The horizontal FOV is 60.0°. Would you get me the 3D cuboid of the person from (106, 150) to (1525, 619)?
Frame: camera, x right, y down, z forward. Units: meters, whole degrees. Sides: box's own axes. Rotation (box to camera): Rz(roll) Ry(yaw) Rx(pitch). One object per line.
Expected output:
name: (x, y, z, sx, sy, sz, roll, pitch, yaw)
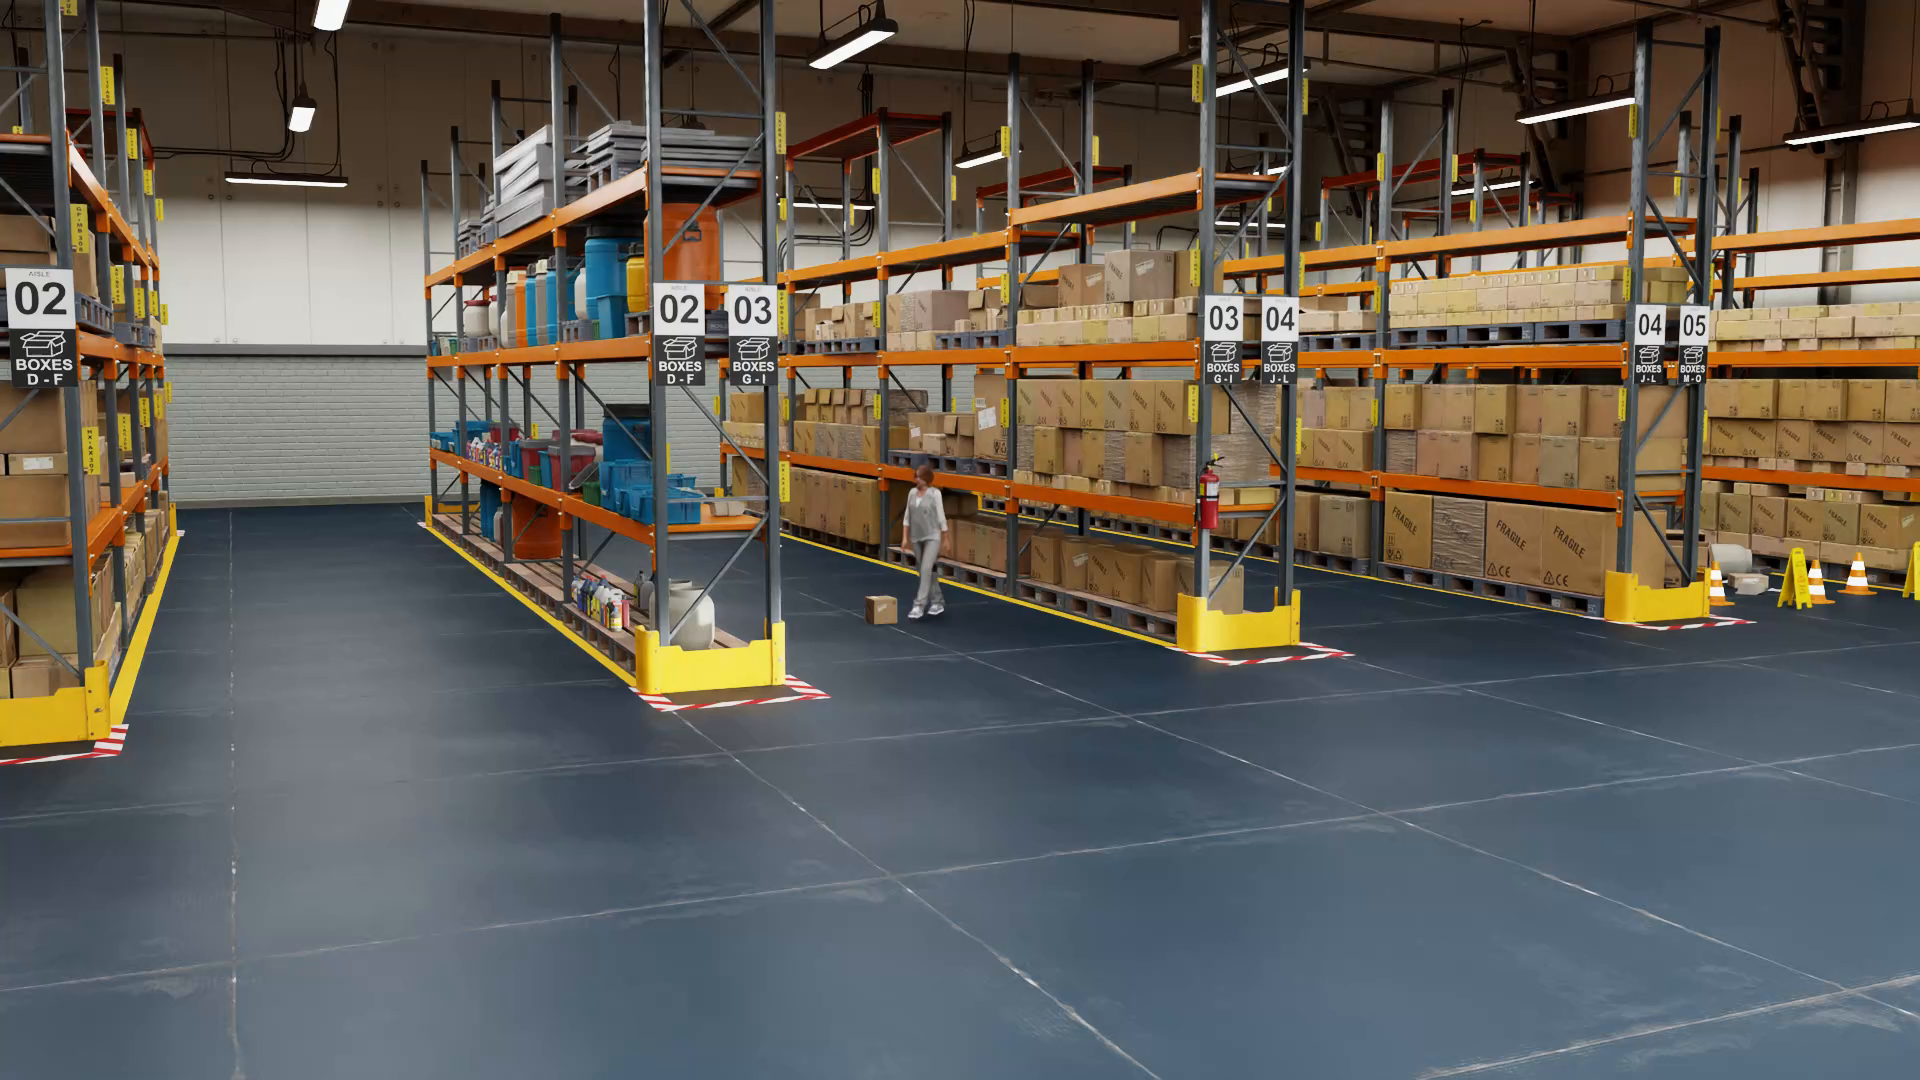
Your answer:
person: (-4.661, -3.339, 28.565, 25.043, 5.977, 15.927, 4, 7, 33)
